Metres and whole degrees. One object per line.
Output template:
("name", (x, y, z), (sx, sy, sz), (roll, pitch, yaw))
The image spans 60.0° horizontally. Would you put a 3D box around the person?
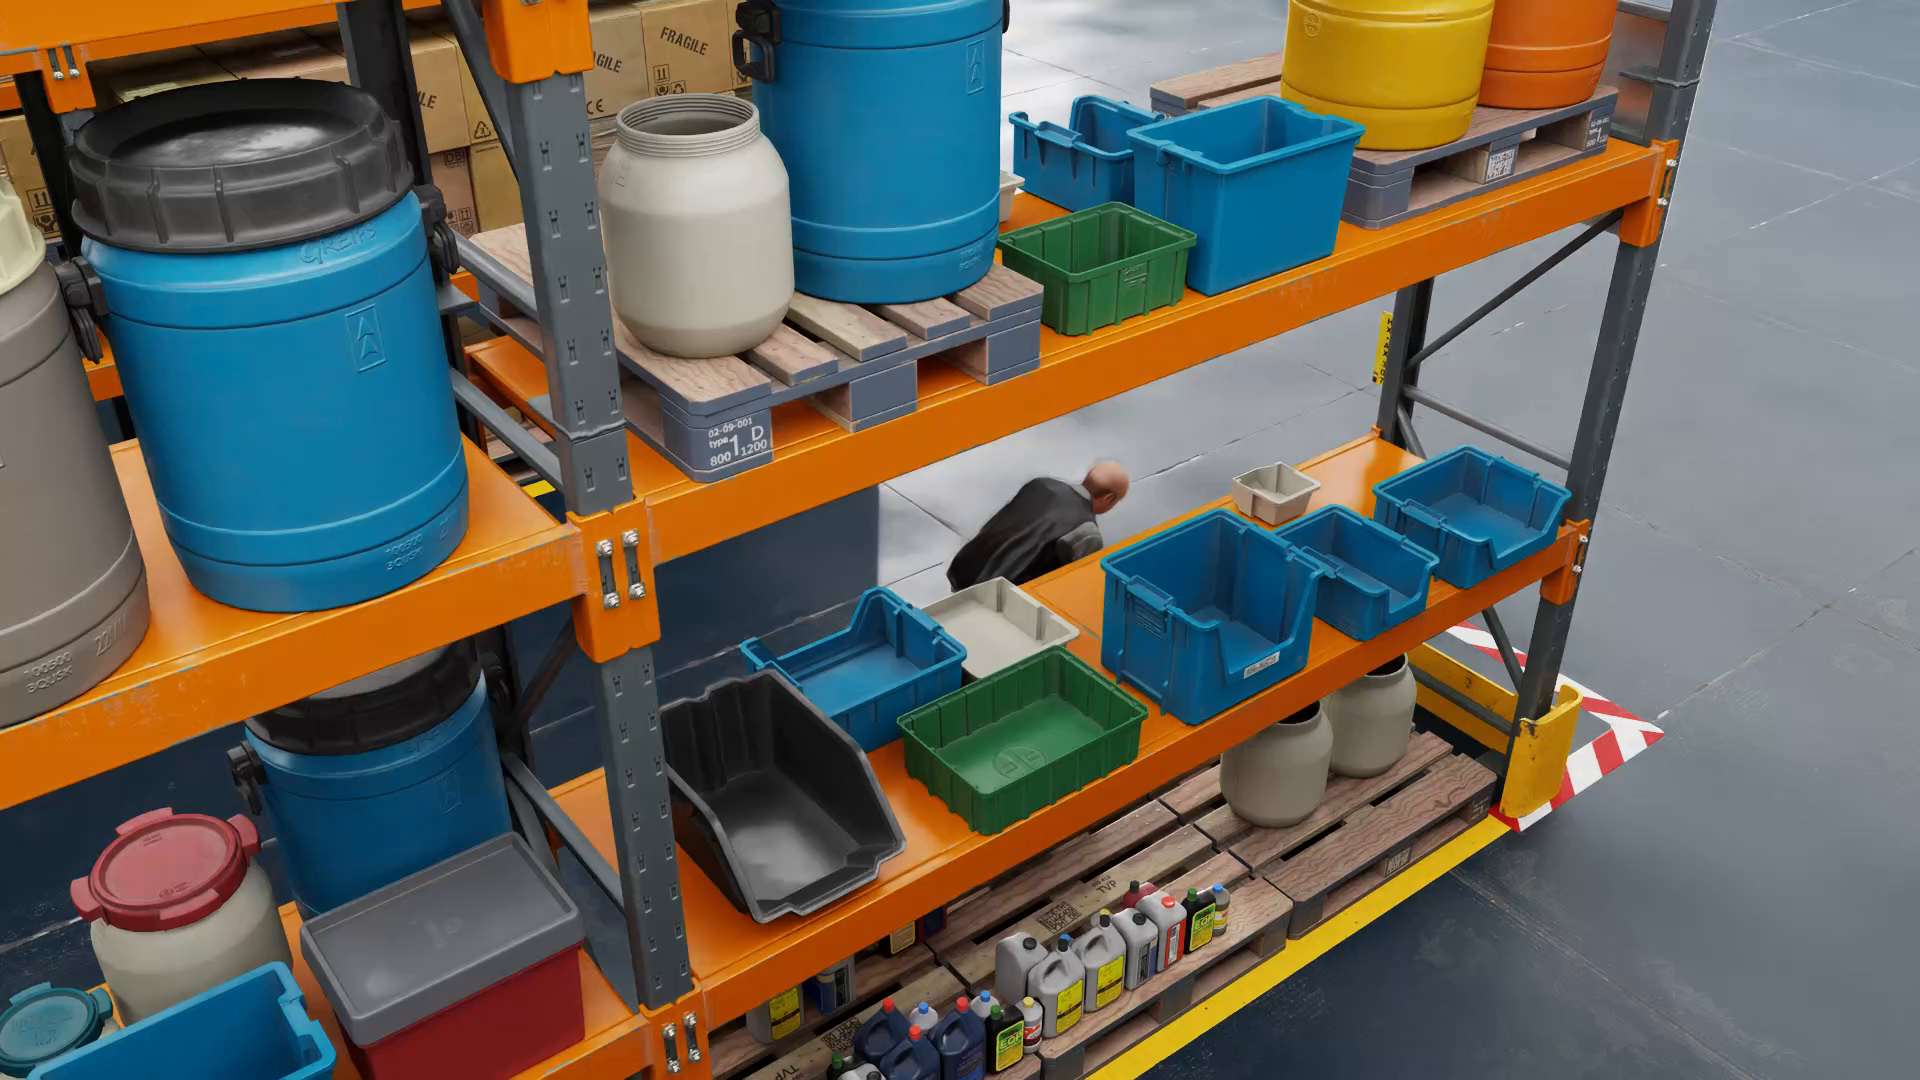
("person", (0.353, 0.206, 7.410), (0.830, 1.111, 0.563), (-10, 33, -16))
